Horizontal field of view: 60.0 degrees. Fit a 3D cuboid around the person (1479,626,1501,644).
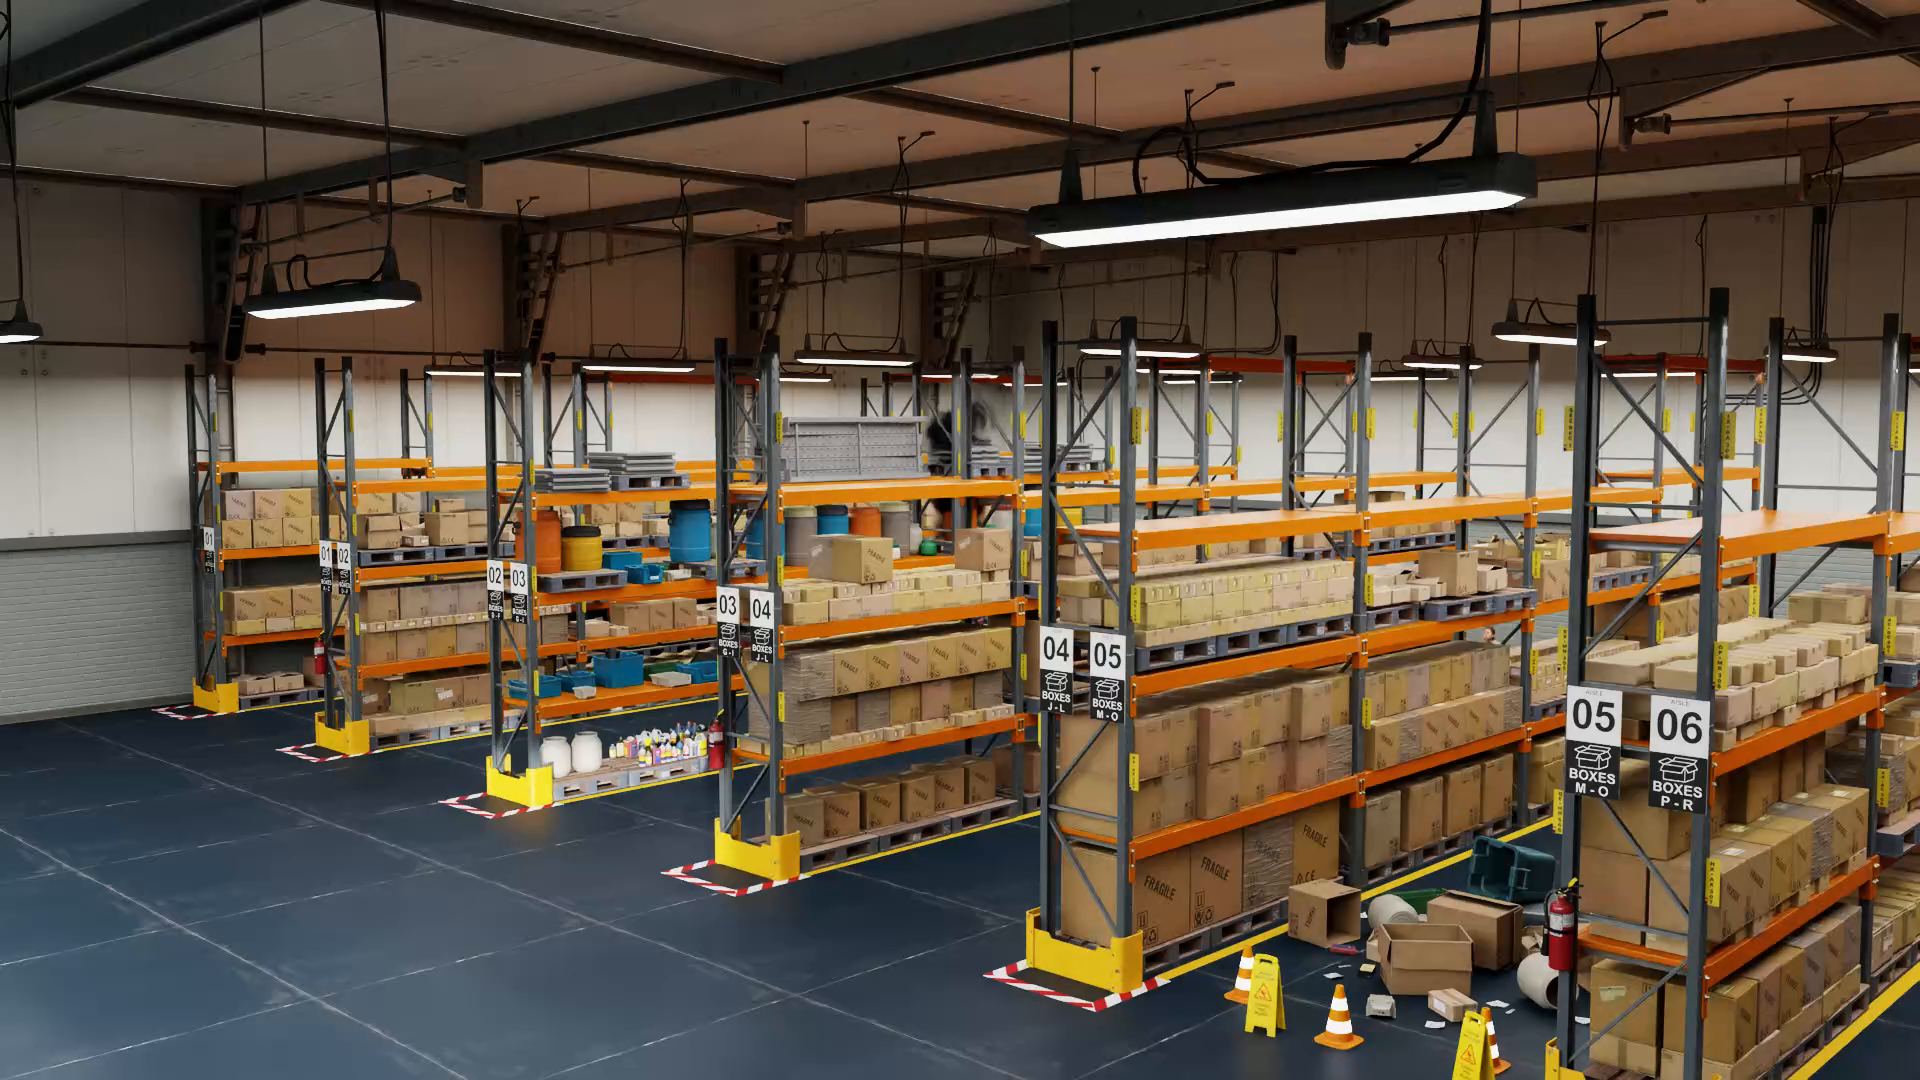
[{"bbox_3d":[8.842,2.240,27.825,0.556,1.616,0.598,3,5,30],"label":"person"}]
